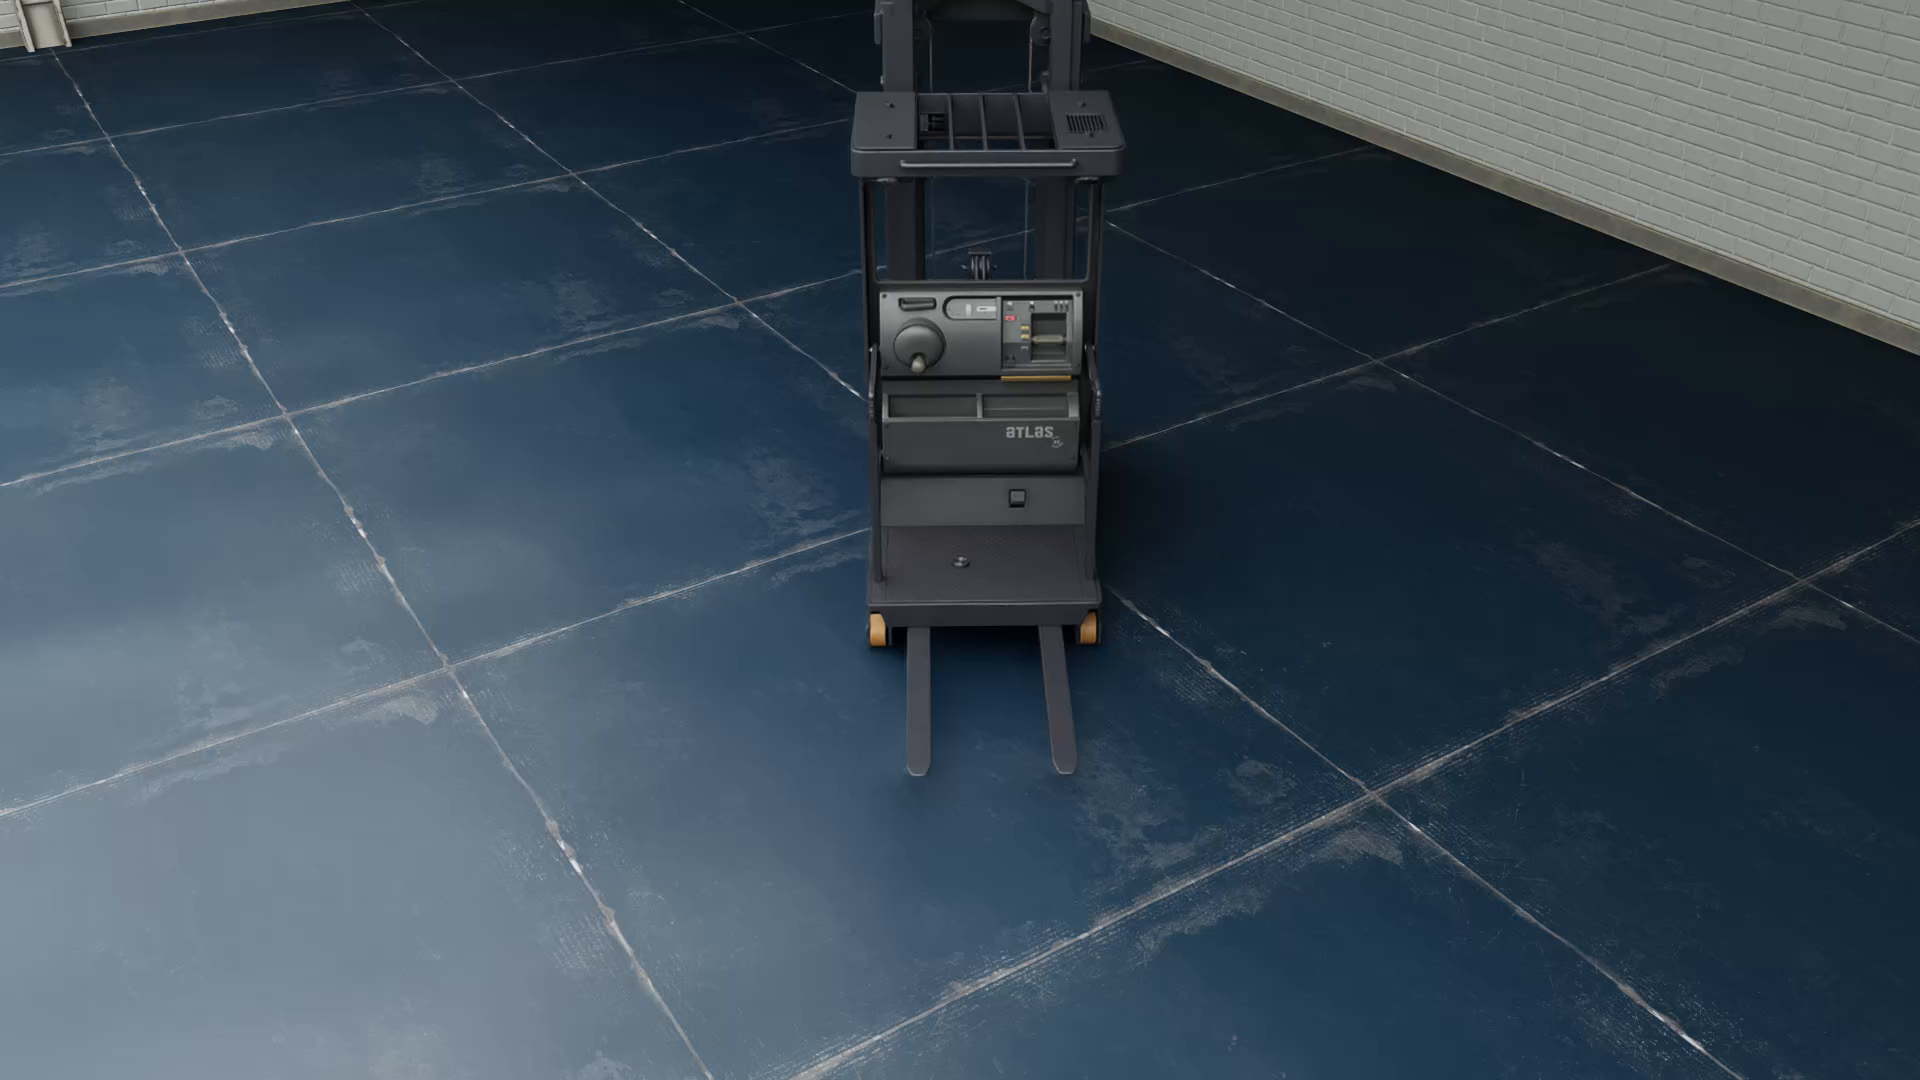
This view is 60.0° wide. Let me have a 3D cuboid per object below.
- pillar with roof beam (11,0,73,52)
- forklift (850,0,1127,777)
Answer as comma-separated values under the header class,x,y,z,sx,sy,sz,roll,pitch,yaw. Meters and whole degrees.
class,x,y,z,sx,sy,sz,roll,pitch,yaw
pillar with roof beam,-6.745,-6.801,11.097,0.400,9.000,9.100,-19,37,-27
forklift,0.104,-0.898,7.427,1.130,2.935,3.031,-1,32,-1
